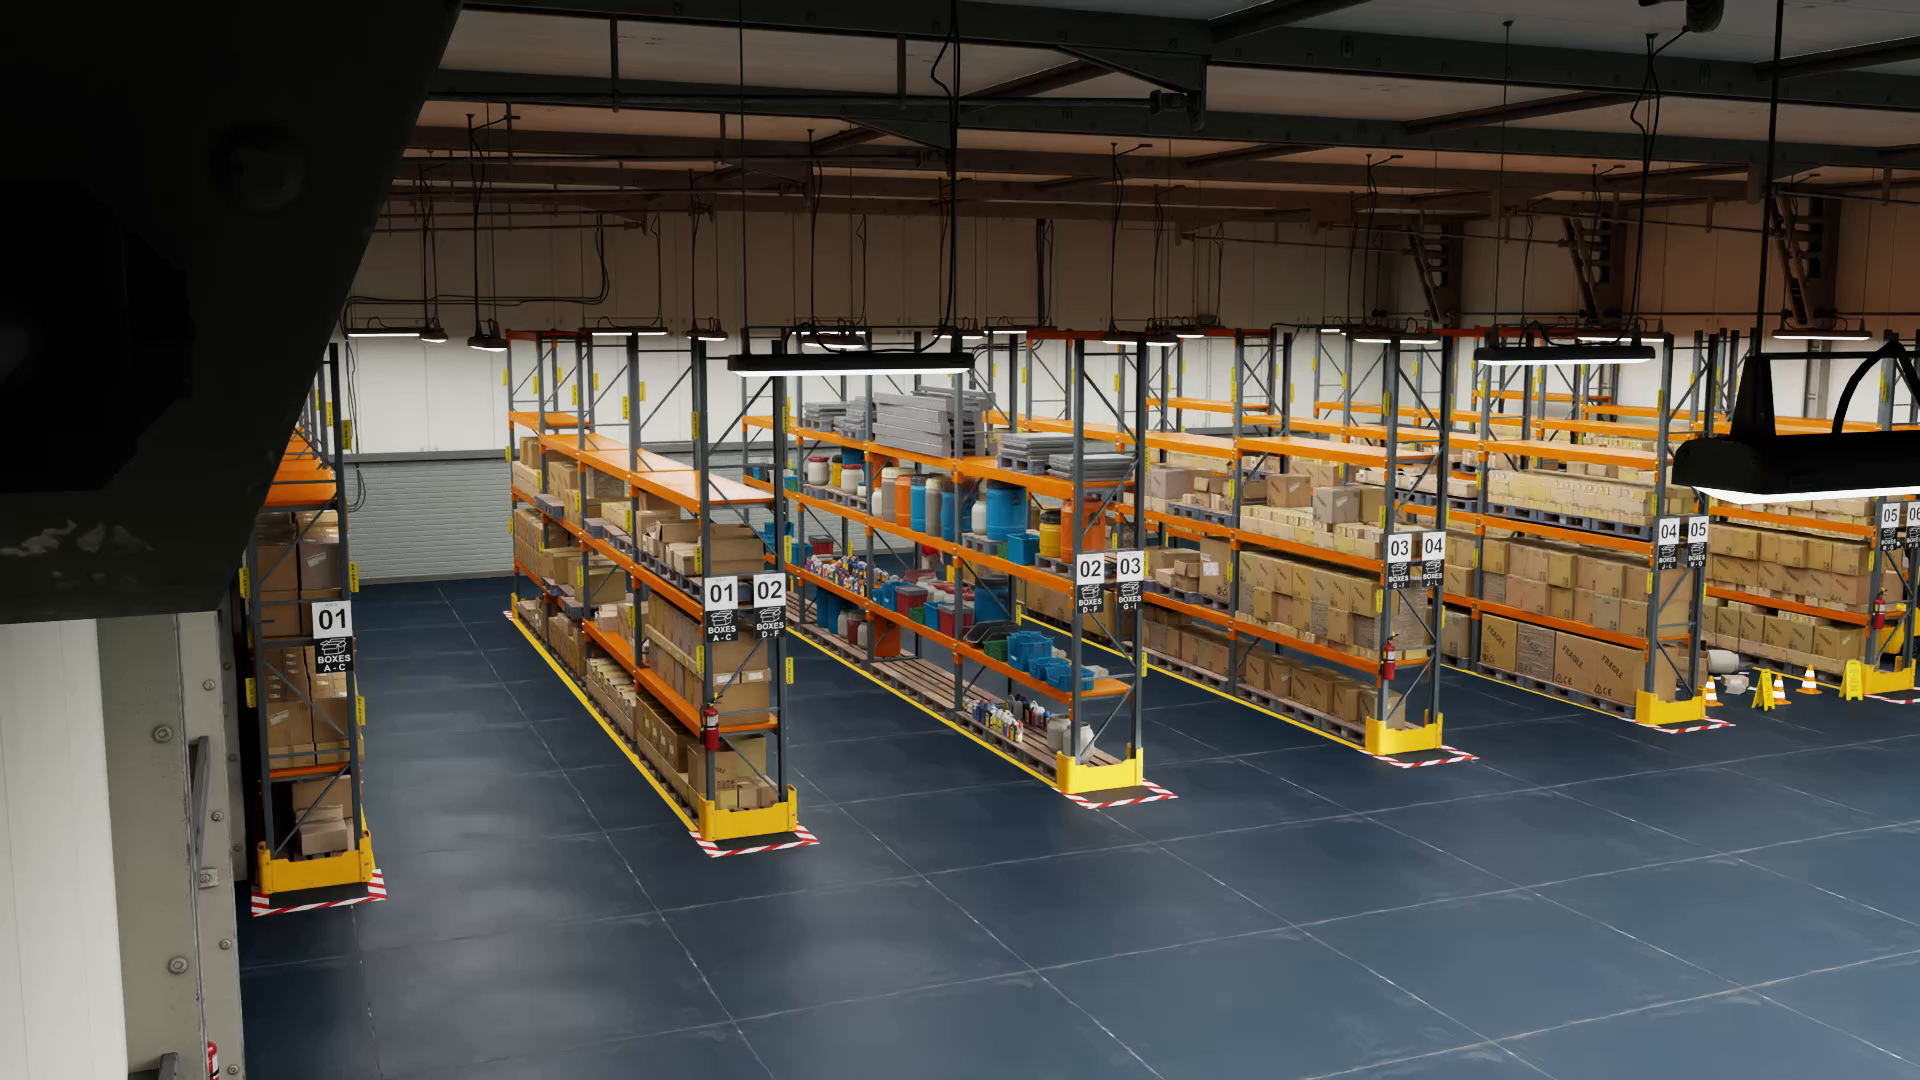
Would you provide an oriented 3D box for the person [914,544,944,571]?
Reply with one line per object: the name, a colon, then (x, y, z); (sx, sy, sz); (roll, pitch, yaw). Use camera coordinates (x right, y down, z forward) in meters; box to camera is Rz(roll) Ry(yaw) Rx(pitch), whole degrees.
person: (-0.668, 0.422, 37.187); (0.594, 1.658, 1.048); (-3, 8, -21)
